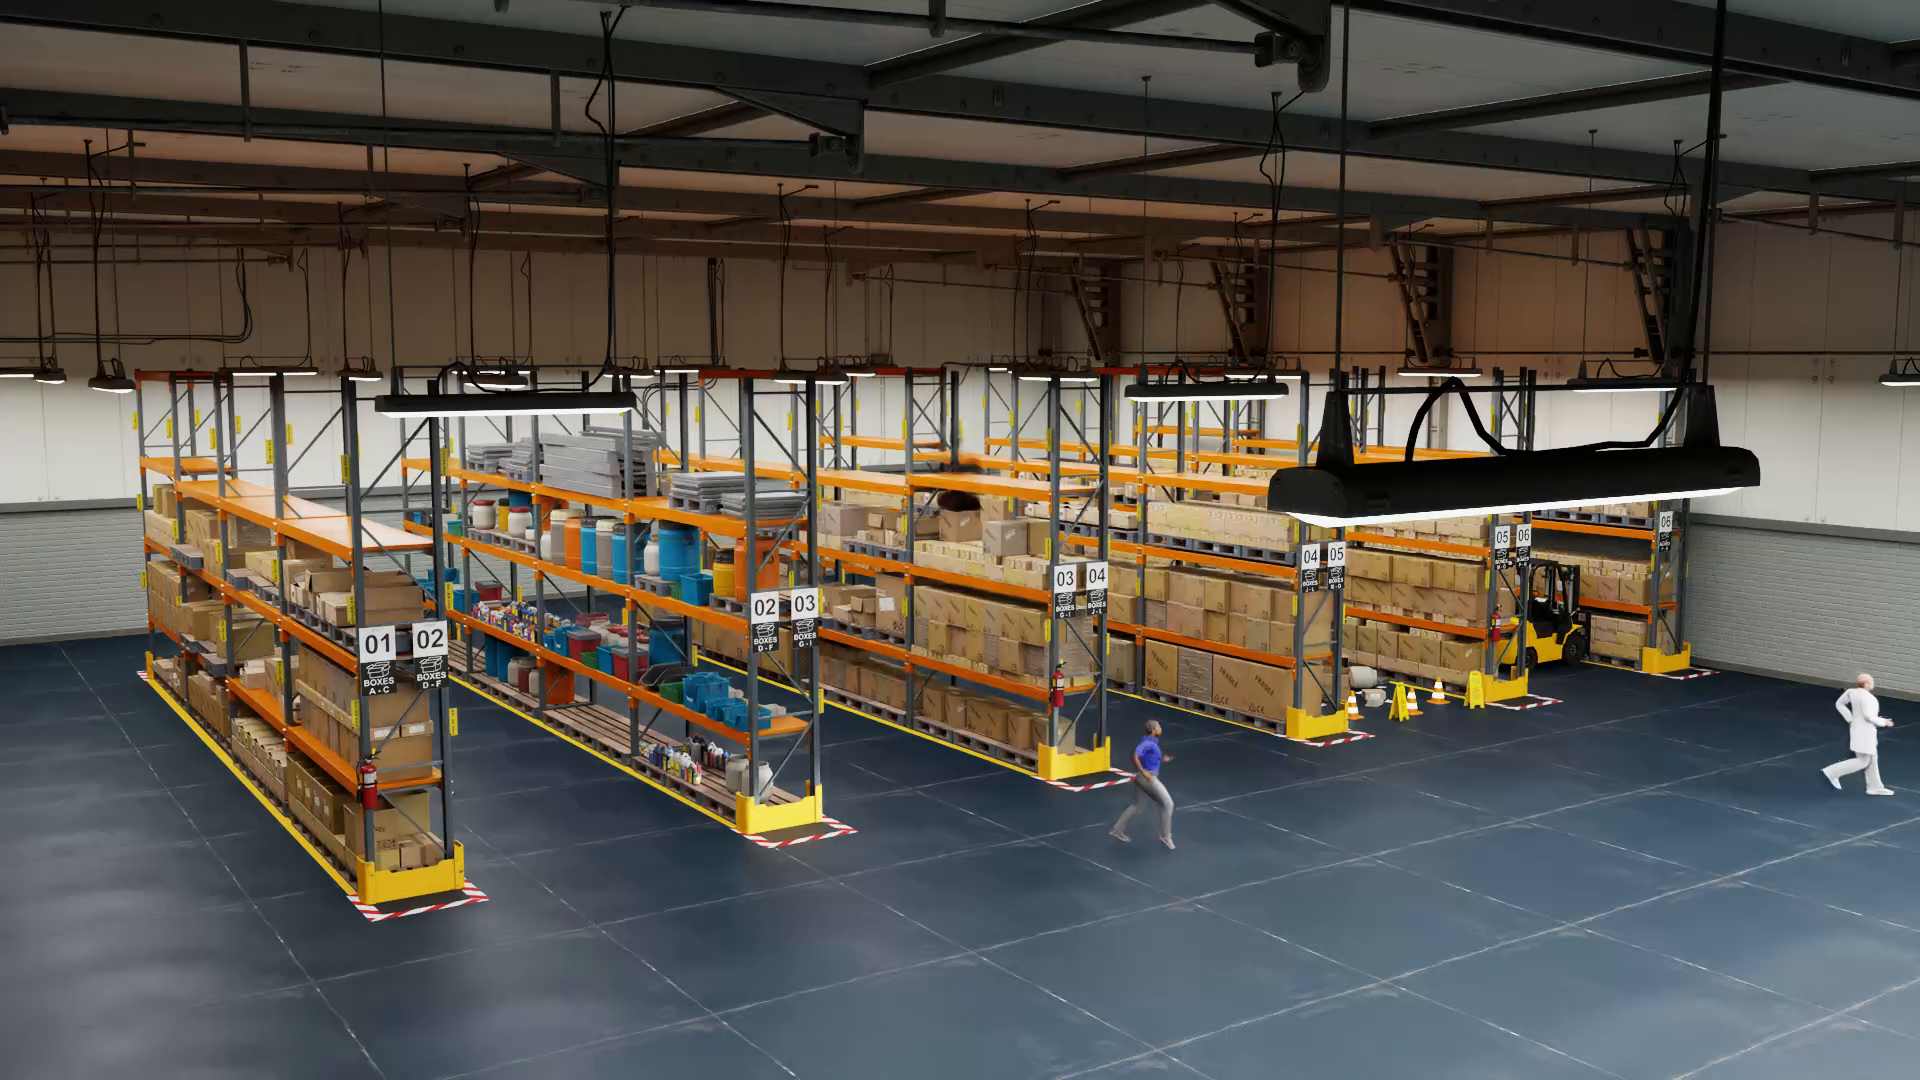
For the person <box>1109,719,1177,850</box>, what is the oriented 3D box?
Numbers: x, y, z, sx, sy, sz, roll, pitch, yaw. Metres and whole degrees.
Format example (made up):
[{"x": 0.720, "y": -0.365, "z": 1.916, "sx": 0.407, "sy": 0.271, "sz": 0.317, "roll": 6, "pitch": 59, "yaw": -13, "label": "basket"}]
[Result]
[{"x": 2.345, "y": 3.179, "z": 21.290, "sx": 0.844, "sy": 1.624, "sz": 0.548, "roll": -1, "pitch": 7, "yaw": -9, "label": "person"}]

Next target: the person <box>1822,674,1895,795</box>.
[{"x": 12.844, "y": 2.780, "z": 23.719, "sx": 1.018, "sy": 1.767, "sz": 0.671, "roll": 1, "pitch": 6, "yaw": 7, "label": "person"}]
